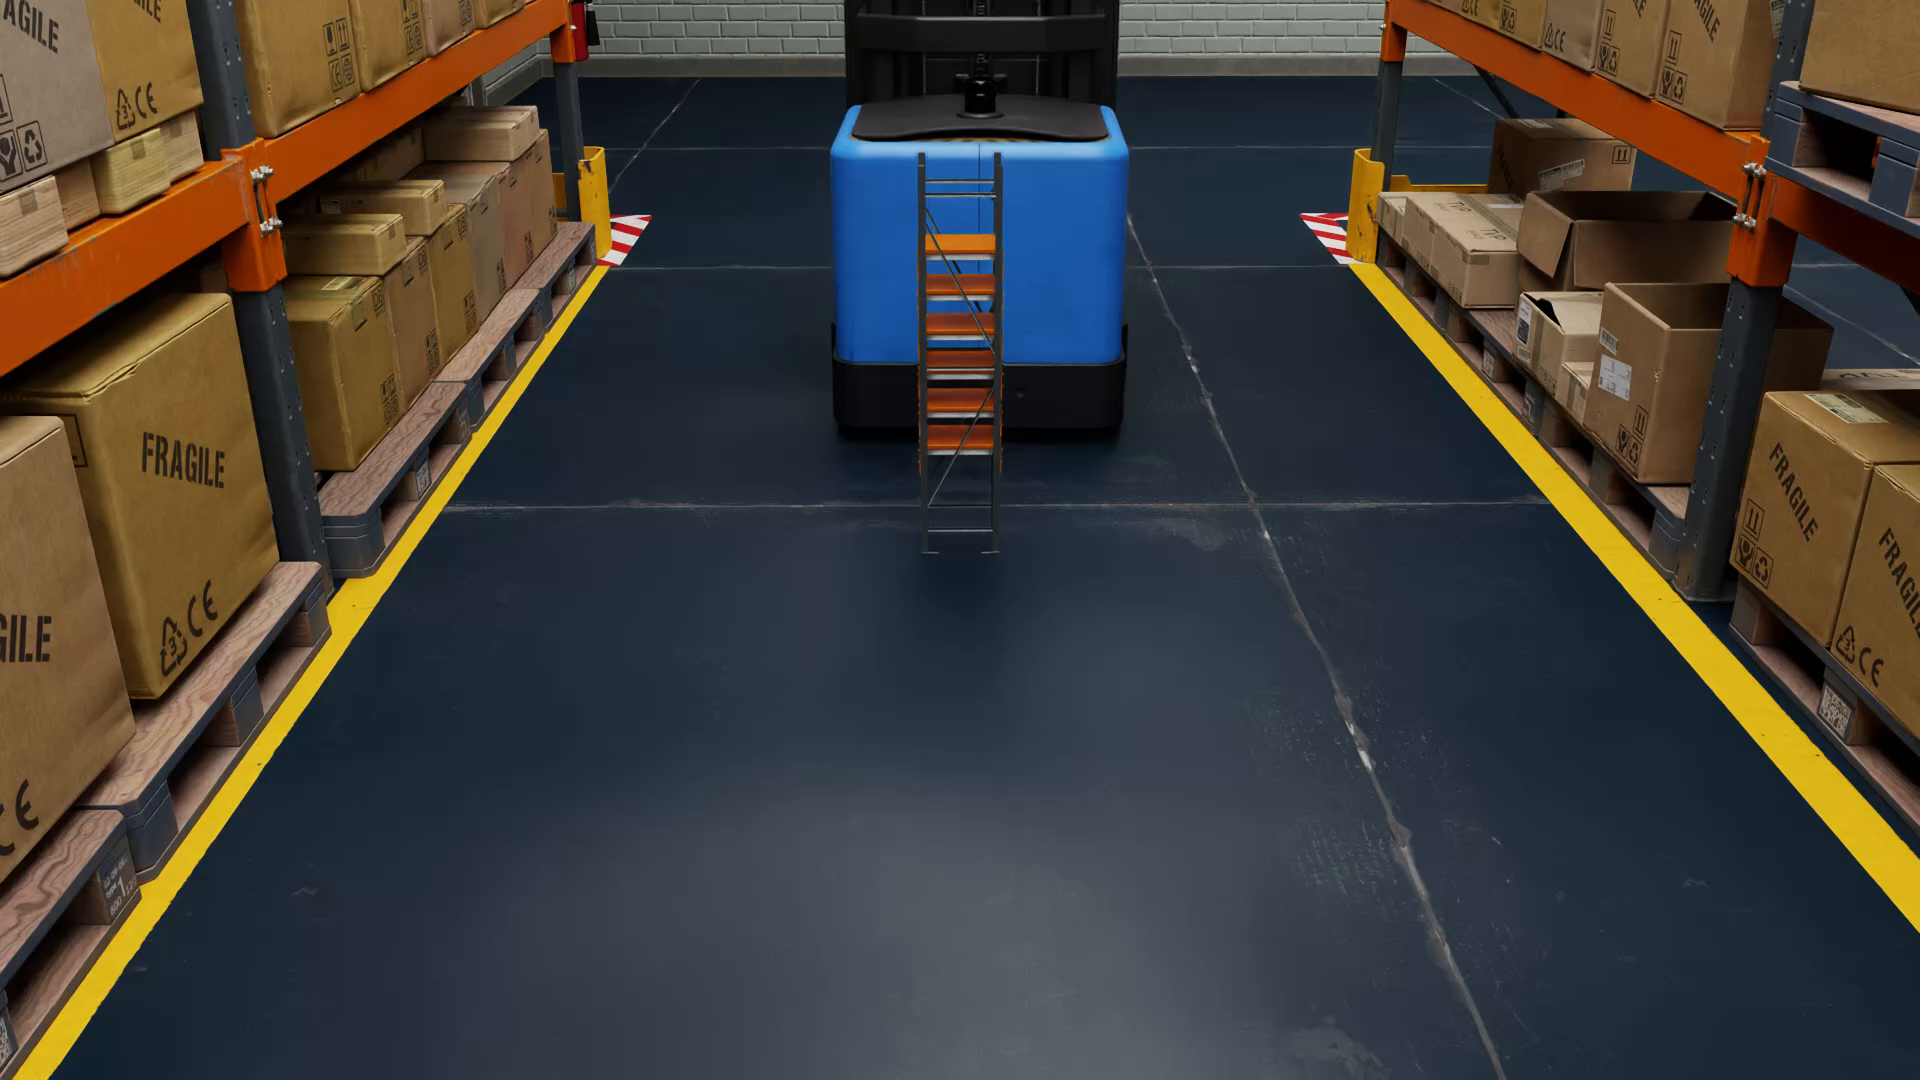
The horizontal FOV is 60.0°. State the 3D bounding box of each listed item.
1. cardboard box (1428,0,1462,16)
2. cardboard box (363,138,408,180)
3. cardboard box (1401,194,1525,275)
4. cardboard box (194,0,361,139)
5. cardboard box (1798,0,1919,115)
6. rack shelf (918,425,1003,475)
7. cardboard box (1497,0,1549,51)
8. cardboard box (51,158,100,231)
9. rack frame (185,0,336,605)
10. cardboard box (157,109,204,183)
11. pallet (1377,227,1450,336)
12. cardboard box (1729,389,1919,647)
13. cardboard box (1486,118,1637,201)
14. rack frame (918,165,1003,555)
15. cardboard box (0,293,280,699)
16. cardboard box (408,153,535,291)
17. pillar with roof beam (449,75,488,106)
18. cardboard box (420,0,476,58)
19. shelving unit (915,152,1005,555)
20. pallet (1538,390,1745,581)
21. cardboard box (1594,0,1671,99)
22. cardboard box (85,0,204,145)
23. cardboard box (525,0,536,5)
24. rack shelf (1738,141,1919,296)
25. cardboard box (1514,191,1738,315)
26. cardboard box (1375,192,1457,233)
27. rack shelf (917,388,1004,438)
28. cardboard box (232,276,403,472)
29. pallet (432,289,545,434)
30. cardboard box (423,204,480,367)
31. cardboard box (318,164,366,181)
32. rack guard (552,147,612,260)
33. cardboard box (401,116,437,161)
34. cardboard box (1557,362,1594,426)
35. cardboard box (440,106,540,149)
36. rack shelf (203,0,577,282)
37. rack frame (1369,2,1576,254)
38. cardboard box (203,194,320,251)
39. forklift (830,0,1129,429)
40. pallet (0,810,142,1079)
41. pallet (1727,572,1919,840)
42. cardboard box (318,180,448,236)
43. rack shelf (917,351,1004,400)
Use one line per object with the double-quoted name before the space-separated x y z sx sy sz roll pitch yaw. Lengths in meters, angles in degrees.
"cardboard box" 2.321 -2.503 7.023 0.500 0.500 0.500 0 24 -1
"cardboard box" -2.466 -1.524 6.716 0.380 0.149 0.250 0 24 0
"cardboard box" 2.297 -1.370 7.442 0.500 0.250 0.500 0 24 -1
"cardboard box" -2.330 -1.542 4.656 0.980 0.700 0.700 0 24 0
"cardboard box" 2.394 -1.246 3.735 0.700 0.500 0.500 -9 26 -18
"rack shelf" 0.000 -0.282 5.107 0.258 0.103 0.180 0 24 -1
"cardboard box" 2.328 -2.090 6.110 0.500 0.500 0.500 0 24 0
"cardboard box" -2.070 -0.728 3.500 0.380 0.149 0.250 0 24 1
"rack frame" -2.341 -1.182 4.223 1.000 3.000 0.127 0 24 -1
"cardboard box" -2.054 -0.939 3.966 0.380 0.149 0.250 0 24 0
"pallet" 2.580 -1.223 7.699 1.003 0.211 1.213 0 24 -1
"cardboard box" 2.374 -0.067 4.257 0.500 0.500 0.500 -1 24 -3
"cardboard box" 2.821 -1.693 7.852 0.500 0.500 0.500 0 24 -1
"rack frame" 0.001 -0.503 4.906 0.240 1.200 0.006 0 24 -1
"cardboard box" -2.203 -0.127 3.989 0.750 0.750 0.750 0 24 0
"cardboard box" -2.271 -1.388 7.204 0.700 0.500 0.500 0 24 -1
"pillar with roof beam" 1.026 -6.692 9.125 9.100 9.000 0.400 0 24 -1
"cardboard box" -2.350 -2.143 5.984 0.980 0.700 0.700 -1 24 -3
"shelving unit" 0.000 -0.541 4.990 0.258 1.200 0.189 0 24 -1
"pallet" 2.606 -0.218 5.476 1.003 0.211 1.213 0 24 -1
"cardboard box" 2.344 -1.669 5.178 0.500 0.500 0.500 0 24 1
"cardboard box" -2.083 -1.183 3.719 0.500 0.500 0.500 -1 24 -1
"cardboard box" -2.369 -2.757 7.341 0.980 0.700 0.700 1 24 2
"rack shelf" 2.635 -0.054 2.602 1.077 0.370 4.000 0 24 -1
"cardboard box" 2.587 -1.043 6.411 0.797 0.503 0.637 0 24 -1
"cardboard box" 2.230 -1.581 8.032 0.380 0.149 0.250 0 24 -1
"rack shelf" 0.000 -0.391 5.057 0.258 0.103 0.180 0 24 -1
"cardboard box" -2.246 -0.543 5.334 0.700 0.500 0.500 0 24 0
"pallet" -2.287 -0.729 6.606 1.003 0.211 1.213 0 24 -1
"cardboard box" -2.252 -0.961 6.260 0.700 0.500 0.500 0 24 1
"cardboard box" -2.460 -1.314 6.252 0.380 0.149 0.250 -1 24 -2
"rack guard" -2.384 -1.701 8.405 1.175 0.500 0.348 0 24 -1
"cardboard box" -2.471 -1.732 7.176 0.380 0.149 0.250 0 24 0
"cardboard box" 2.259 -0.495 5.630 0.380 0.149 0.250 0 24 -1
"cardboard box" -2.093 -1.838 7.411 0.380 0.149 0.250 -1 24 -1
"rack shelf" -2.362 -1.678 6.194 1.077 0.370 4.000 0 24 -1
"rack frame" 2.569 -2.854 7.920 1.000 3.000 0.127 0 24 -1
"cardboard box" -2.454 -1.104 5.787 0.380 0.149 0.250 -1 24 -2
"forklift" 0.090 -2.295 6.767 1.130 2.935 3.031 0 24 1
"pallet" -2.241 0.910 2.981 1.003 0.211 1.213 0 24 -1
"pallet" 2.660 0.400 4.110 1.003 0.211 1.213 0 24 -1
"cardboard box" -2.073 -1.196 5.990 0.380 0.149 0.250 -1 24 -2
"rack shelf" 0.000 -0.500 5.008 0.258 0.103 0.180 0 24 -1
